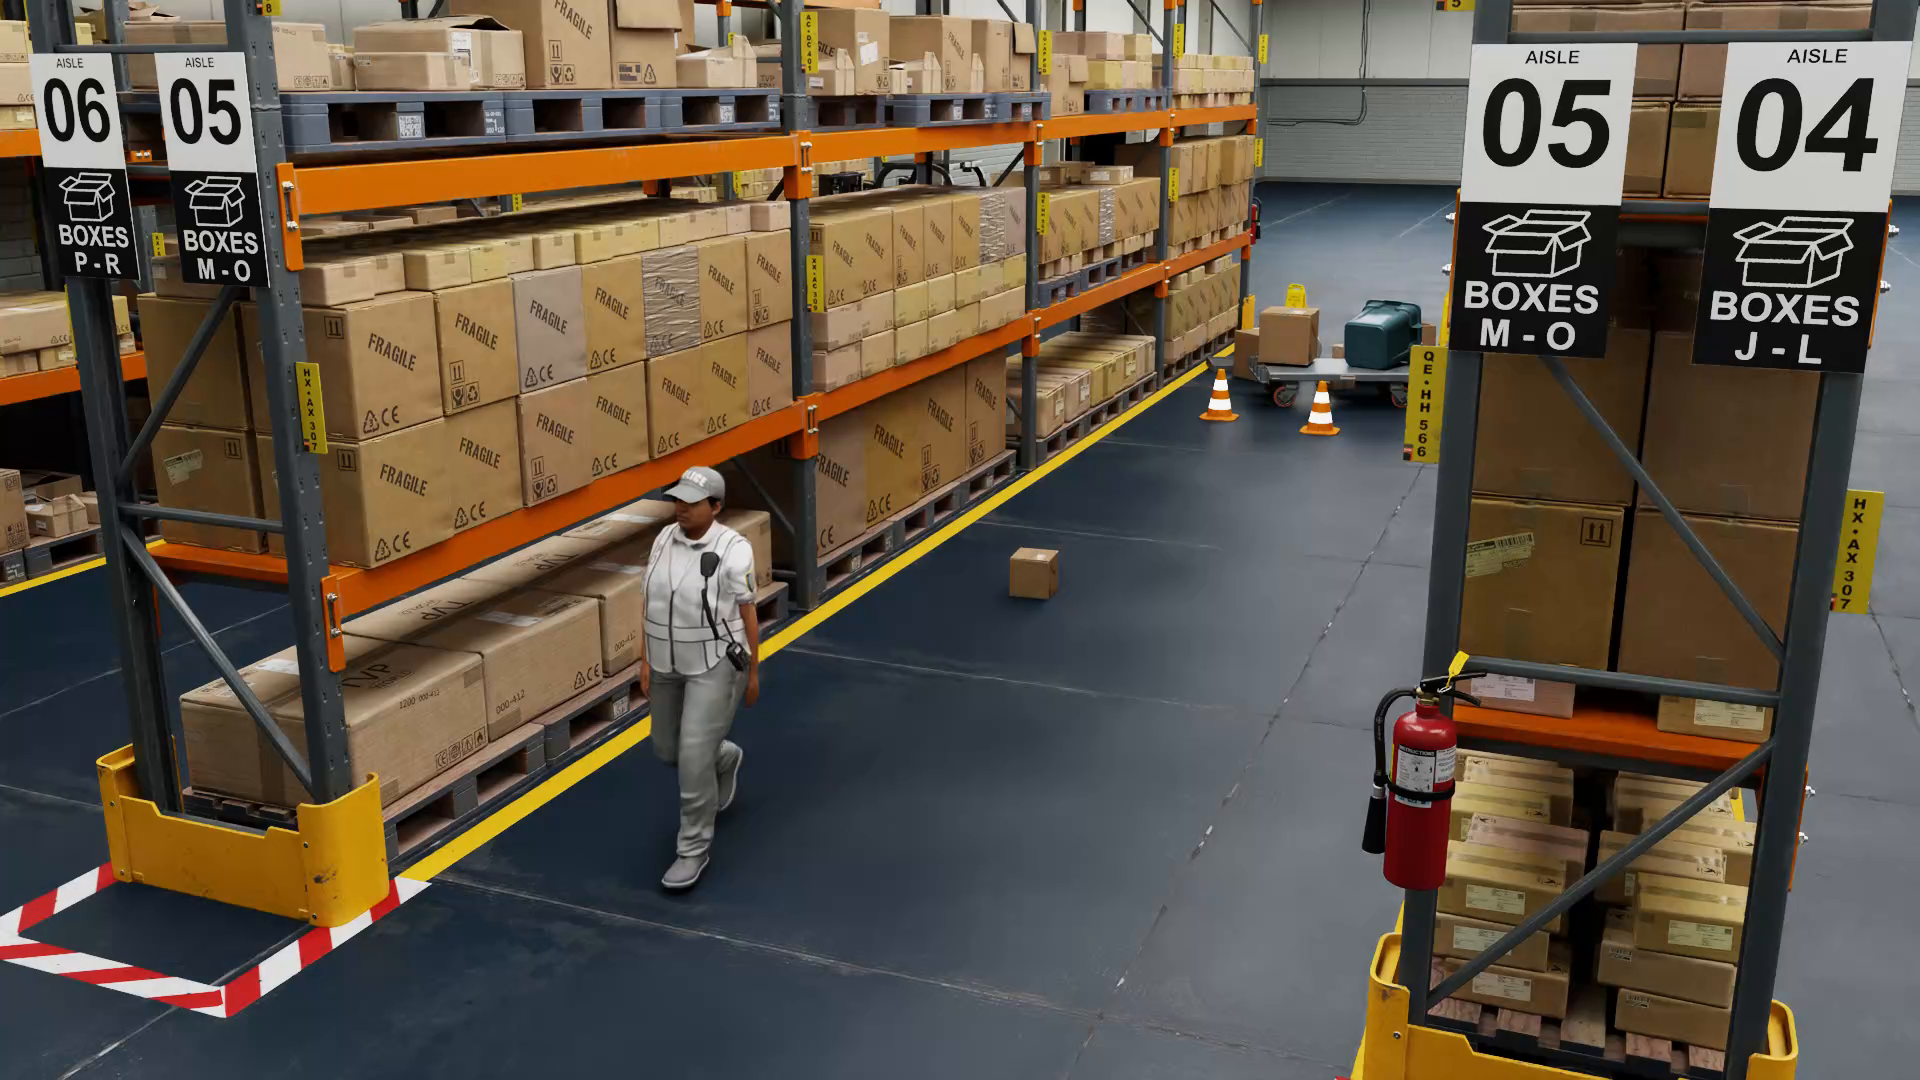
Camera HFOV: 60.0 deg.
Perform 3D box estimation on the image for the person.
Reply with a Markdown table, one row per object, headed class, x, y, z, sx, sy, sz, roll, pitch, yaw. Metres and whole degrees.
| class | x | y | z | sx | sy | sz | roll | pitch | yaw |
| --- | --- | --- | --- | --- | --- | --- | --- | --- | --- |
| person | -1.045 | 0.493 | 6.729 | 0.498 | 1.627 | 0.828 | 7 | 17 | 25 |
